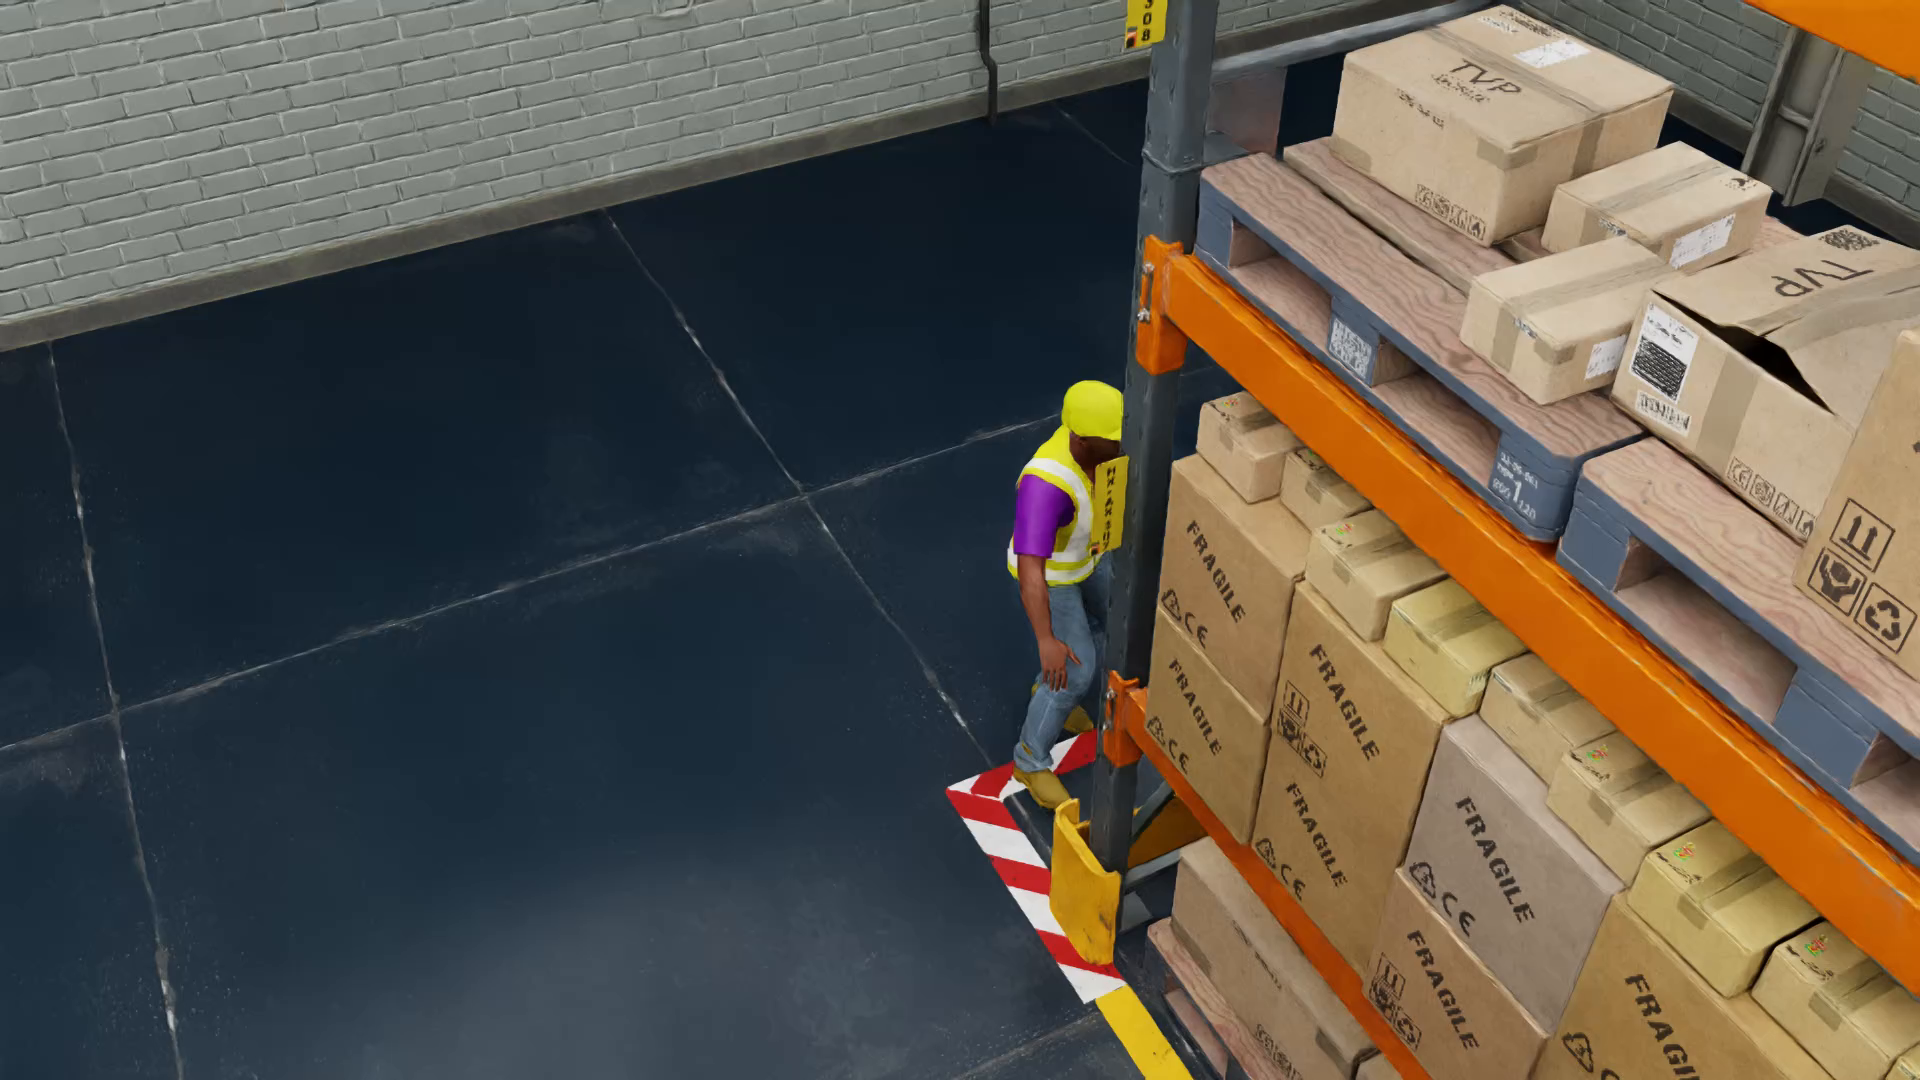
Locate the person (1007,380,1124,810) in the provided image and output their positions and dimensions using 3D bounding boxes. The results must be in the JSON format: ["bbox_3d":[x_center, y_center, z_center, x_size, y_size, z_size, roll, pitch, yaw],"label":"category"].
[{"bbox_3d":[0.400,0.146,6.074,0.500,1.687,0.968,18,44,19],"label":"person"}]
